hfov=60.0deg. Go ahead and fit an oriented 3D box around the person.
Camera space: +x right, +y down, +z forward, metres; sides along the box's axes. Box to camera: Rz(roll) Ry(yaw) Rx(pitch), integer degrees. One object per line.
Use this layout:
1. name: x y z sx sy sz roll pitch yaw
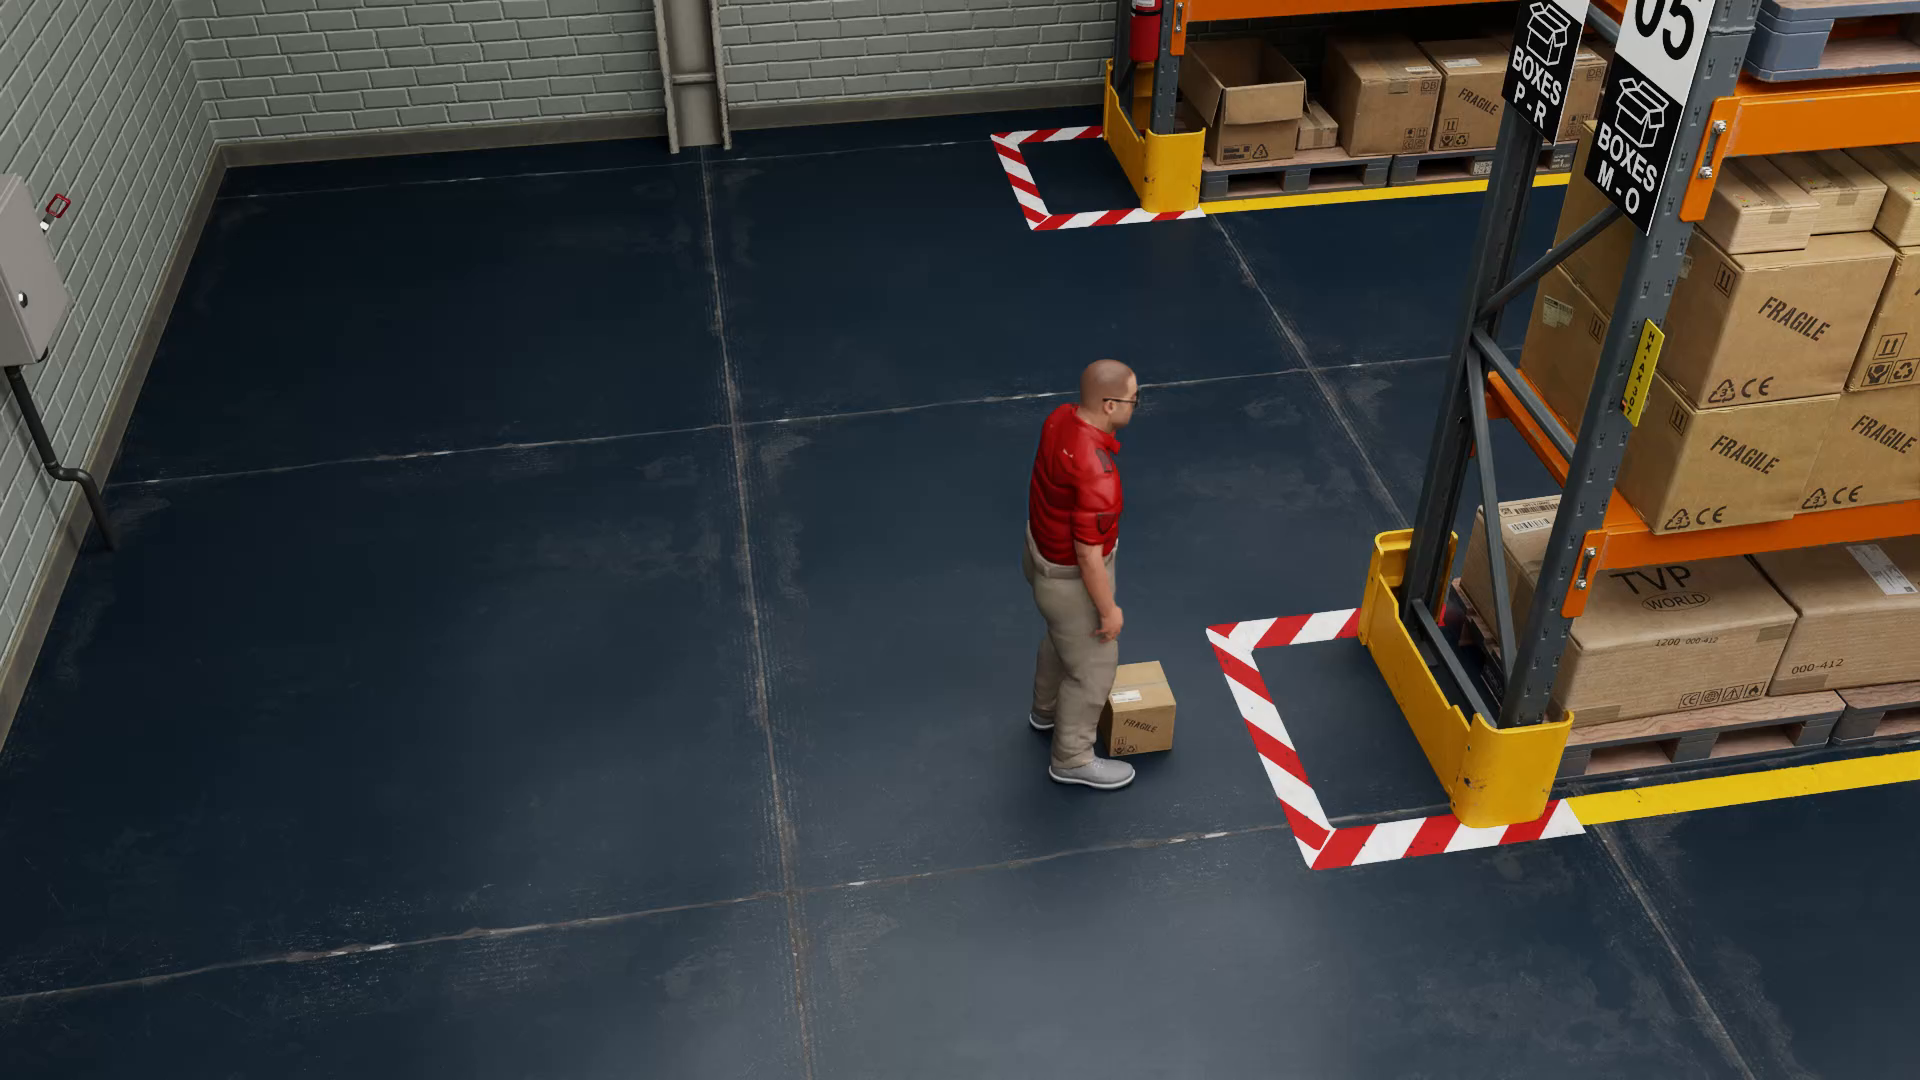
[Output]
1. person: 0.434 0.111 6.024 0.384 1.727 0.595 -7 39 -9
